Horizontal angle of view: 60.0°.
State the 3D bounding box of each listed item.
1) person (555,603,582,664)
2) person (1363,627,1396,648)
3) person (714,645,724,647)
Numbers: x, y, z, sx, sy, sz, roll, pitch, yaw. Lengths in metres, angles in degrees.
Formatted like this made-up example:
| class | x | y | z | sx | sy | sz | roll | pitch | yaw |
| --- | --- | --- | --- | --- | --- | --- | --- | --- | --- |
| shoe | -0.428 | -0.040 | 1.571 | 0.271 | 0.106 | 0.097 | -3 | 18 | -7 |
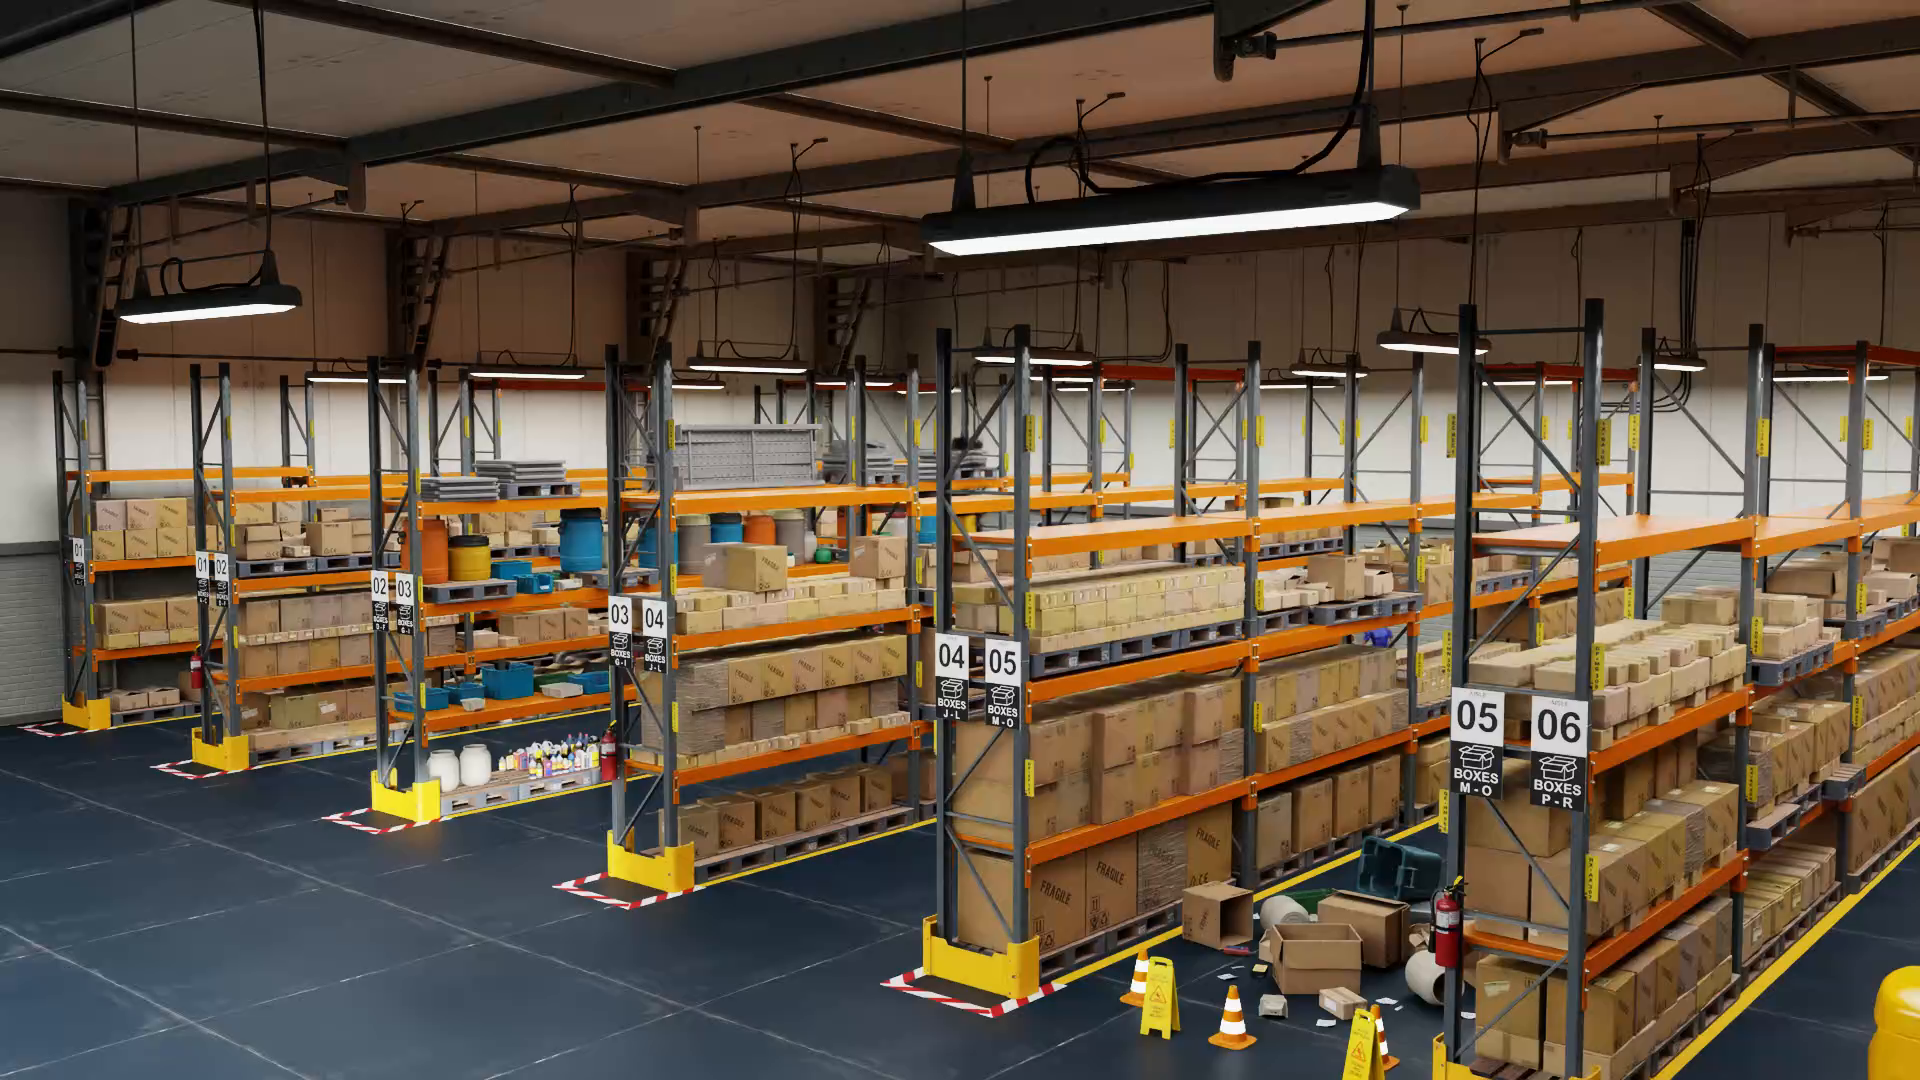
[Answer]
| class | x | y | z | sx | sy | sz | roll | pitch | yaw |
| --- | --- | --- | --- | --- | --- | --- | --- | --- | --- |
| person | -7.736 | 2.031 | 32.605 | 0.587 | 1.641 | 0.973 | 3 | 5 | 35 |
| person | 7.852 | 2.151 | 30.910 | 0.631 | 1.610 | 0.487 | -1 | 4 | -19 |
| person | -4.202 | 2.293 | 27.785 | 0.675 | 1.846 | 0.959 | 4 | 6 | 44 |
